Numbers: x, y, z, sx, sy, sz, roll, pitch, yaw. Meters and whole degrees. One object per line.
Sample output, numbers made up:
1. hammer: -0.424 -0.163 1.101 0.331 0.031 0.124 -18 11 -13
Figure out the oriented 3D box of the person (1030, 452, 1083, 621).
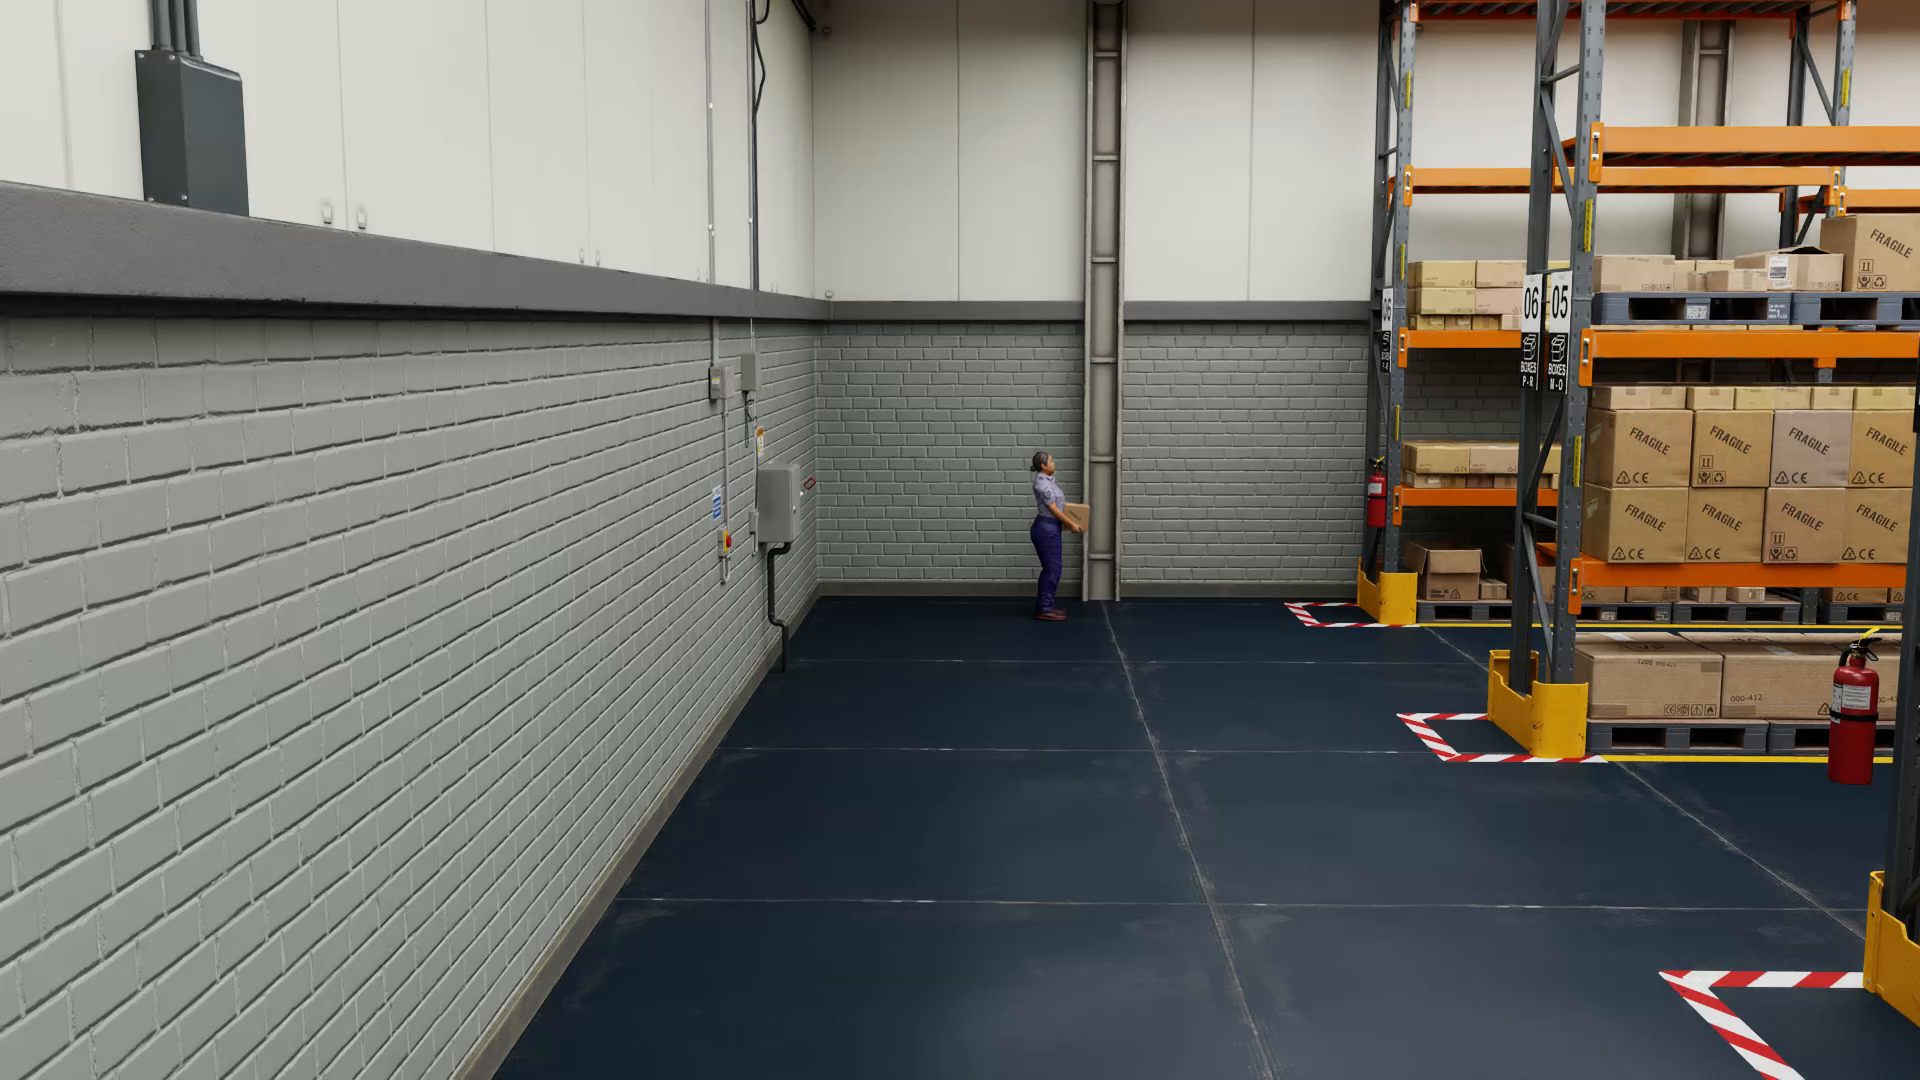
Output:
1. person: 0.939 -0.048 16.252 0.518 1.634 0.452 0 7 2
